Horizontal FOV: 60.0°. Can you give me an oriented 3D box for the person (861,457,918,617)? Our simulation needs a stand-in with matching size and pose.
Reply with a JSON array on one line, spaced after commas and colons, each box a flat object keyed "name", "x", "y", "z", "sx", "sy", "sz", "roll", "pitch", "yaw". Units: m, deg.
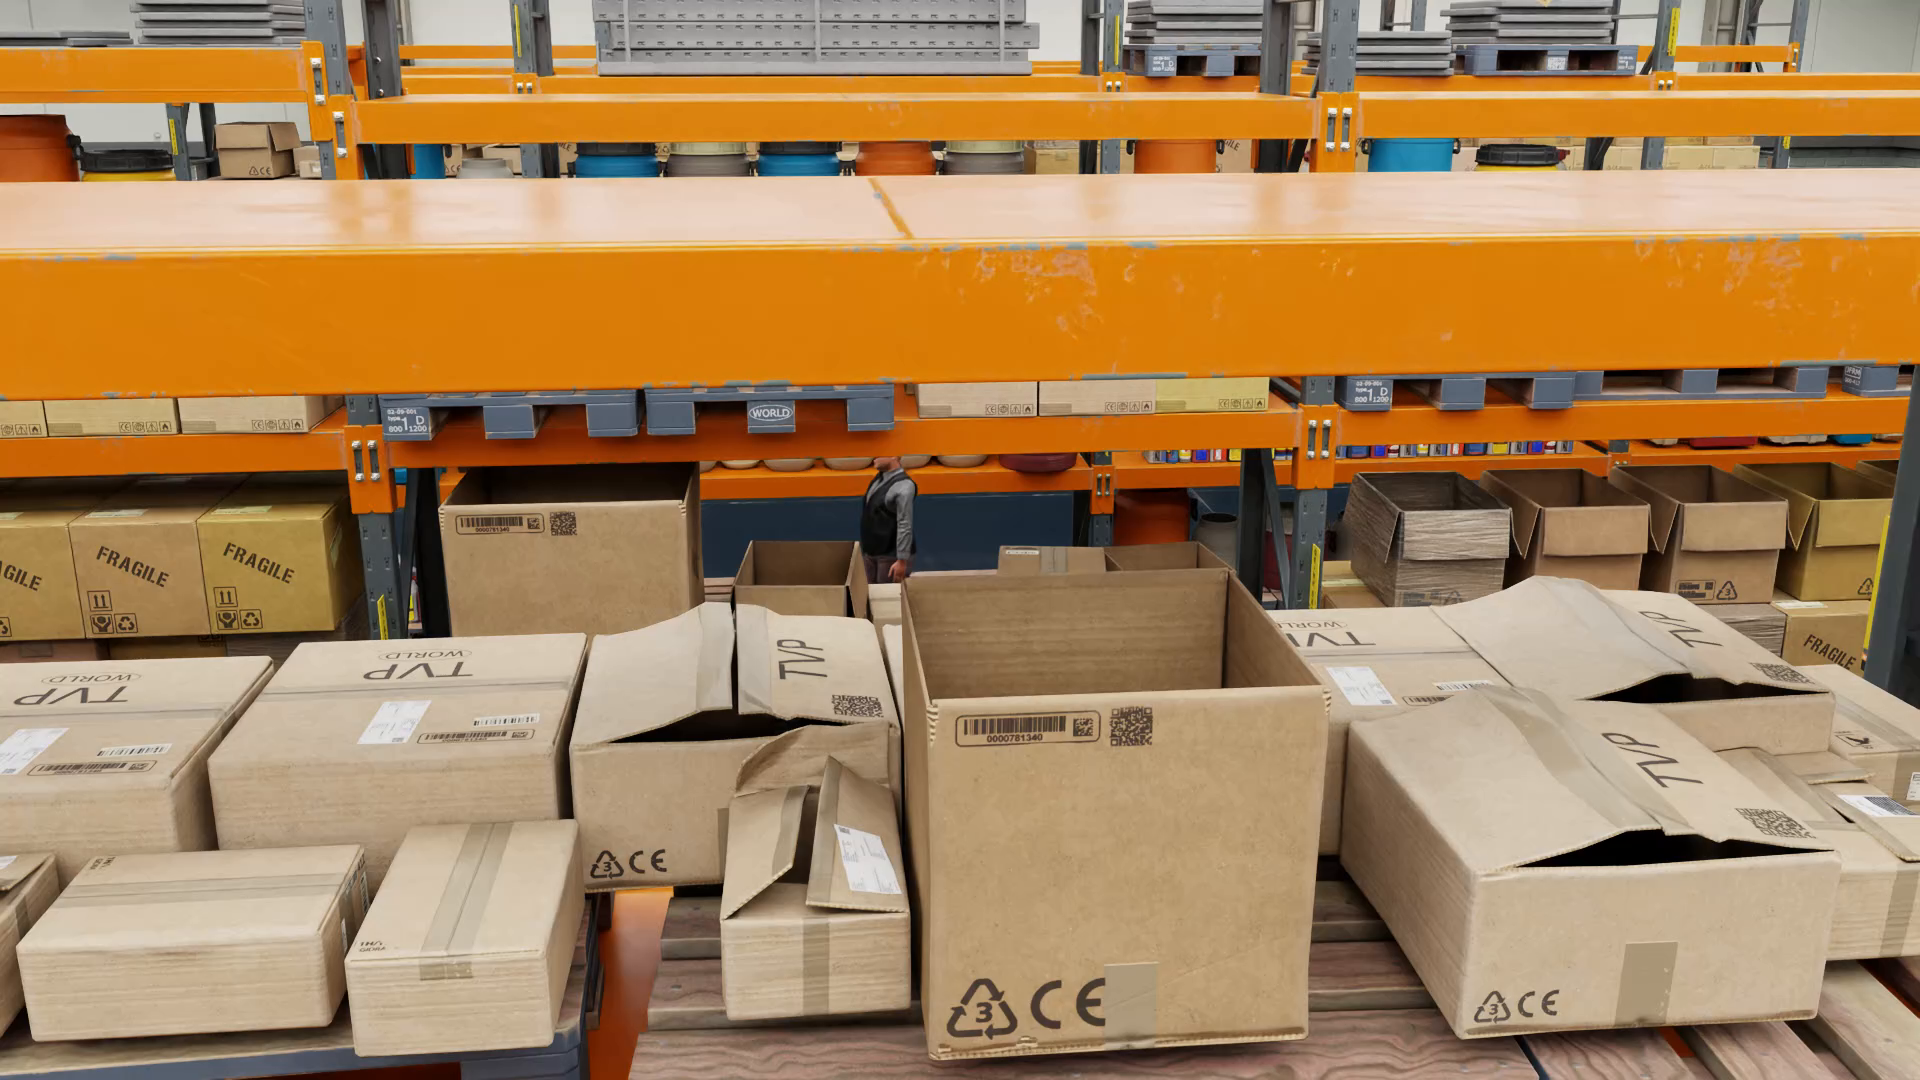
[{"name": "person", "x": -0.494, "y": 0.119, "z": 11.666, "sx": 0.529, "sy": 1.721, "sz": 0.563, "roll": -8, "pitch": 18, "yaw": -24}]
